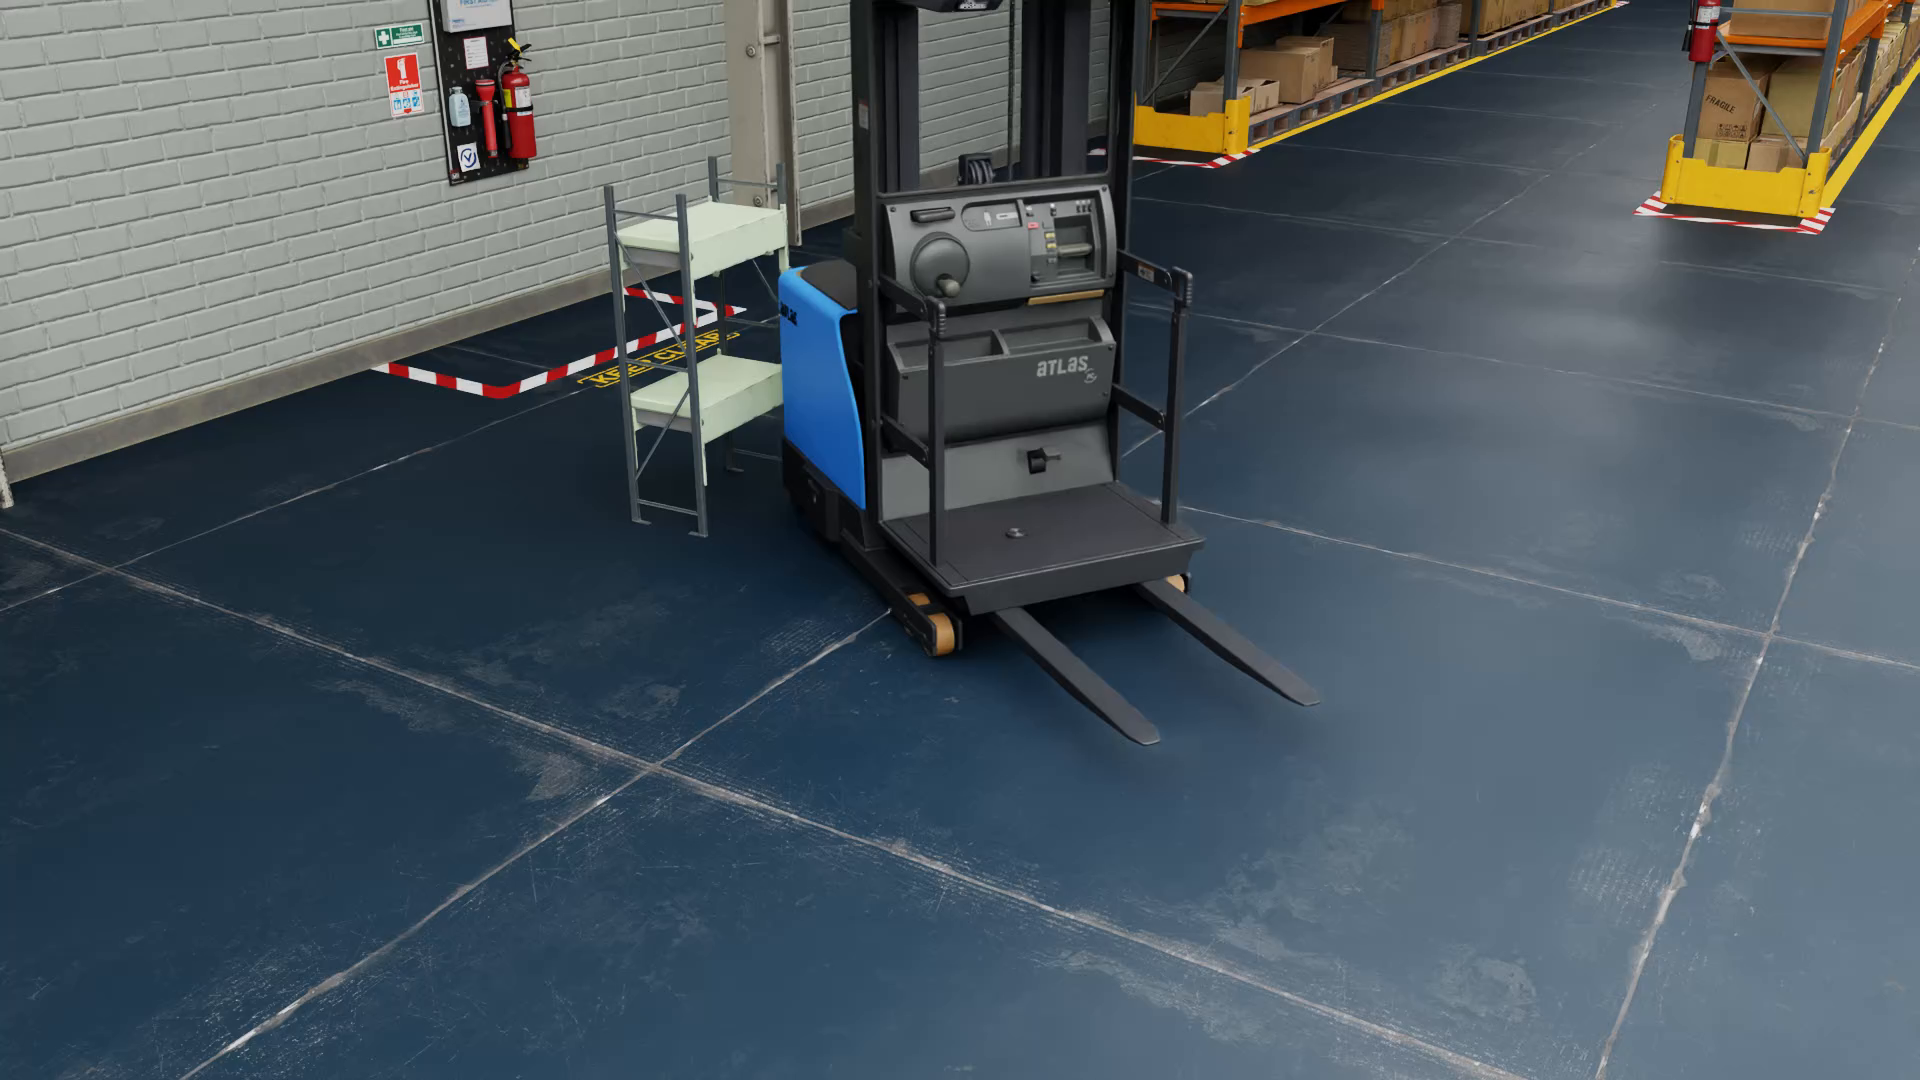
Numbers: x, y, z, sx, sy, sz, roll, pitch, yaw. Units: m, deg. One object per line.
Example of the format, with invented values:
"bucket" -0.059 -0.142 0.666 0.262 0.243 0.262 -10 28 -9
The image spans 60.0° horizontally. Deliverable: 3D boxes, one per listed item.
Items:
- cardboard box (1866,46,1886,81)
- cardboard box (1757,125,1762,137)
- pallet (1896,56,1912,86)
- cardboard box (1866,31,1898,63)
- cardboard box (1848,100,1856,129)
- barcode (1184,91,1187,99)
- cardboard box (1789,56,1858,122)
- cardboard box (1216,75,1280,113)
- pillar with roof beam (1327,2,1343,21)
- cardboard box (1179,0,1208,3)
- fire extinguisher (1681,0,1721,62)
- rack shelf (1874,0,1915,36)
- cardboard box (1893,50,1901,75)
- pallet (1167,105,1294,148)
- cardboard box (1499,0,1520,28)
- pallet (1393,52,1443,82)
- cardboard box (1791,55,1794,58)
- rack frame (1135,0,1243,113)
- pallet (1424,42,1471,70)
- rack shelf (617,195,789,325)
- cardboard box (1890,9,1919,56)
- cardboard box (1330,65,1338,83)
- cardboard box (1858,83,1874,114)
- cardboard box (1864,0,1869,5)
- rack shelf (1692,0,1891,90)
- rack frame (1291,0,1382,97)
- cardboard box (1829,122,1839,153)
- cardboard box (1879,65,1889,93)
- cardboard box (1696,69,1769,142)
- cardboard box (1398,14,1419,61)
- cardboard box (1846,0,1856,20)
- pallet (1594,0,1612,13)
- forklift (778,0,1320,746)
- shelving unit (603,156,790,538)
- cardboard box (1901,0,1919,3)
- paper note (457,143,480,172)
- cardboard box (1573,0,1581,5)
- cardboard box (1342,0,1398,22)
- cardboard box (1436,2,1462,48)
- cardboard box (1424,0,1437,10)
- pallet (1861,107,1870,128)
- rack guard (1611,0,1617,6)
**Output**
"cardboard box" 9.147 -4.893 17.003 0.500 0.311 0.500 14 27 28
"cardboard box" 6.624 -3.445 14.364 0.500 0.250 0.500 14 27 29
"pallet" 10.985 -5.764 20.299 1.003 0.211 1.213 14 27 29
"cardboard box" 9.955 -5.413 18.204 0.500 0.311 0.500 14 27 29
"cardboard box" 8.118 -4.011 15.673 0.500 0.250 0.500 14 27 29
"barcode" 2.240 -4.413 16.488 0.001 0.075 0.075 14 27 29
"cardboard box" 7.604 -4.015 14.736 0.500 0.500 0.500 14 27 29
"cardboard box" 2.871 -4.511 16.726 0.500 0.311 0.500 16 28 33
"pillar with roof beam" 8.585 -9.430 17.706 9.100 9.000 0.400 14 27 29
"cardboard box" 2.211 -5.275 15.823 0.500 0.250 0.500 14 27 30
"fire extinguisher" 5.882 -4.121 13.092 0.296 0.674 0.183 14 27 29
"rack shelf" 9.504 -5.794 17.765 1.077 0.370 4.000 14 27 29
"cardboard box" 10.489 -5.502 19.116 0.500 0.250 0.500 15 27 30
"pallet" 2.627 -4.149 16.569 1.003 0.211 1.213 14 27 29
"cardboard box" 7.315 -7.558 23.109 0.750 0.750 0.750 14 27 29
"pallet" 5.291 -5.883 20.574 1.003 0.211 1.213 14 27 29
"cardboard box" 7.411 -4.296 15.387 0.500 0.500 0.500 14 27 29
"rack frame" 2.129 -5.136 15.339 1.000 3.000 0.127 14 27 29
"pallet" 5.935 -6.293 21.522 1.003 0.211 1.213 14 27 29
"rack shelf" -1.116 -1.224 7.207 0.431 0.370 0.720 12 26 25
"cardboard box" 11.582 -6.294 20.606 0.500 0.500 0.500 13 27 28
"cardboard box" 3.982 -5.201 18.501 0.380 0.166 0.250 10 25 22
"cardboard box" 8.872 -4.465 16.720 0.500 0.250 0.500 13 27 28
"cardboard box" 8.220 -5.344 15.694 0.700 0.500 0.500 13 27 28
"rack shelf" 7.394 -4.444 14.646 1.077 0.370 4.000 14 27 29
"rack frame" 4.239 -6.486 18.458 1.000 3.000 0.127 14 27 29
"cardboard box" 7.336 -3.503 14.498 0.500 0.250 0.500 14 27 29
"cardboard box" 9.683 -4.984 17.919 0.500 0.250 0.500 14 27 30
"cardboard box" 6.369 -3.618 13.820 0.500 0.500 0.500 14 27 29
"cardboard box" 5.146 -6.142 20.254 0.700 0.500 0.500 14 27 30
"cardboard box" 7.410 -4.823 14.490 0.700 0.500 0.500 15 27 31
"pallet" 10.213 -8.971 27.706 1.003 0.211 1.213 14 27 29
"forklift" 0.255 -1.101 6.105 1.130 2.935 3.031 -10 25 -22
"shelving unit" -1.116 -0.866 7.362 0.431 1.500 0.755 12 26 25
"cardboard box" 12.384 -6.813 21.804 0.500 0.500 0.500 14 27 29
"paper note" -2.890 -2.253 9.788 0.016 0.148 0.142 14 27 29
"cardboard box" 9.481 -8.805 26.430 0.700 0.500 0.500 15 27 30
"cardboard box" 4.842 -6.287 19.645 0.500 0.250 0.500 13 27 28
"cardboard box" 6.013 -6.637 21.399 0.700 0.500 0.500 14 27 30
"cardboard box" 5.659 -6.802 20.836 0.500 0.250 0.500 14 27 30
"pallet" 8.805 -4.427 17.210 1.003 0.211 1.213 14 27 29
"rack guard" 10.581 -9.397 28.329 1.175 0.500 0.348 14 27 29
